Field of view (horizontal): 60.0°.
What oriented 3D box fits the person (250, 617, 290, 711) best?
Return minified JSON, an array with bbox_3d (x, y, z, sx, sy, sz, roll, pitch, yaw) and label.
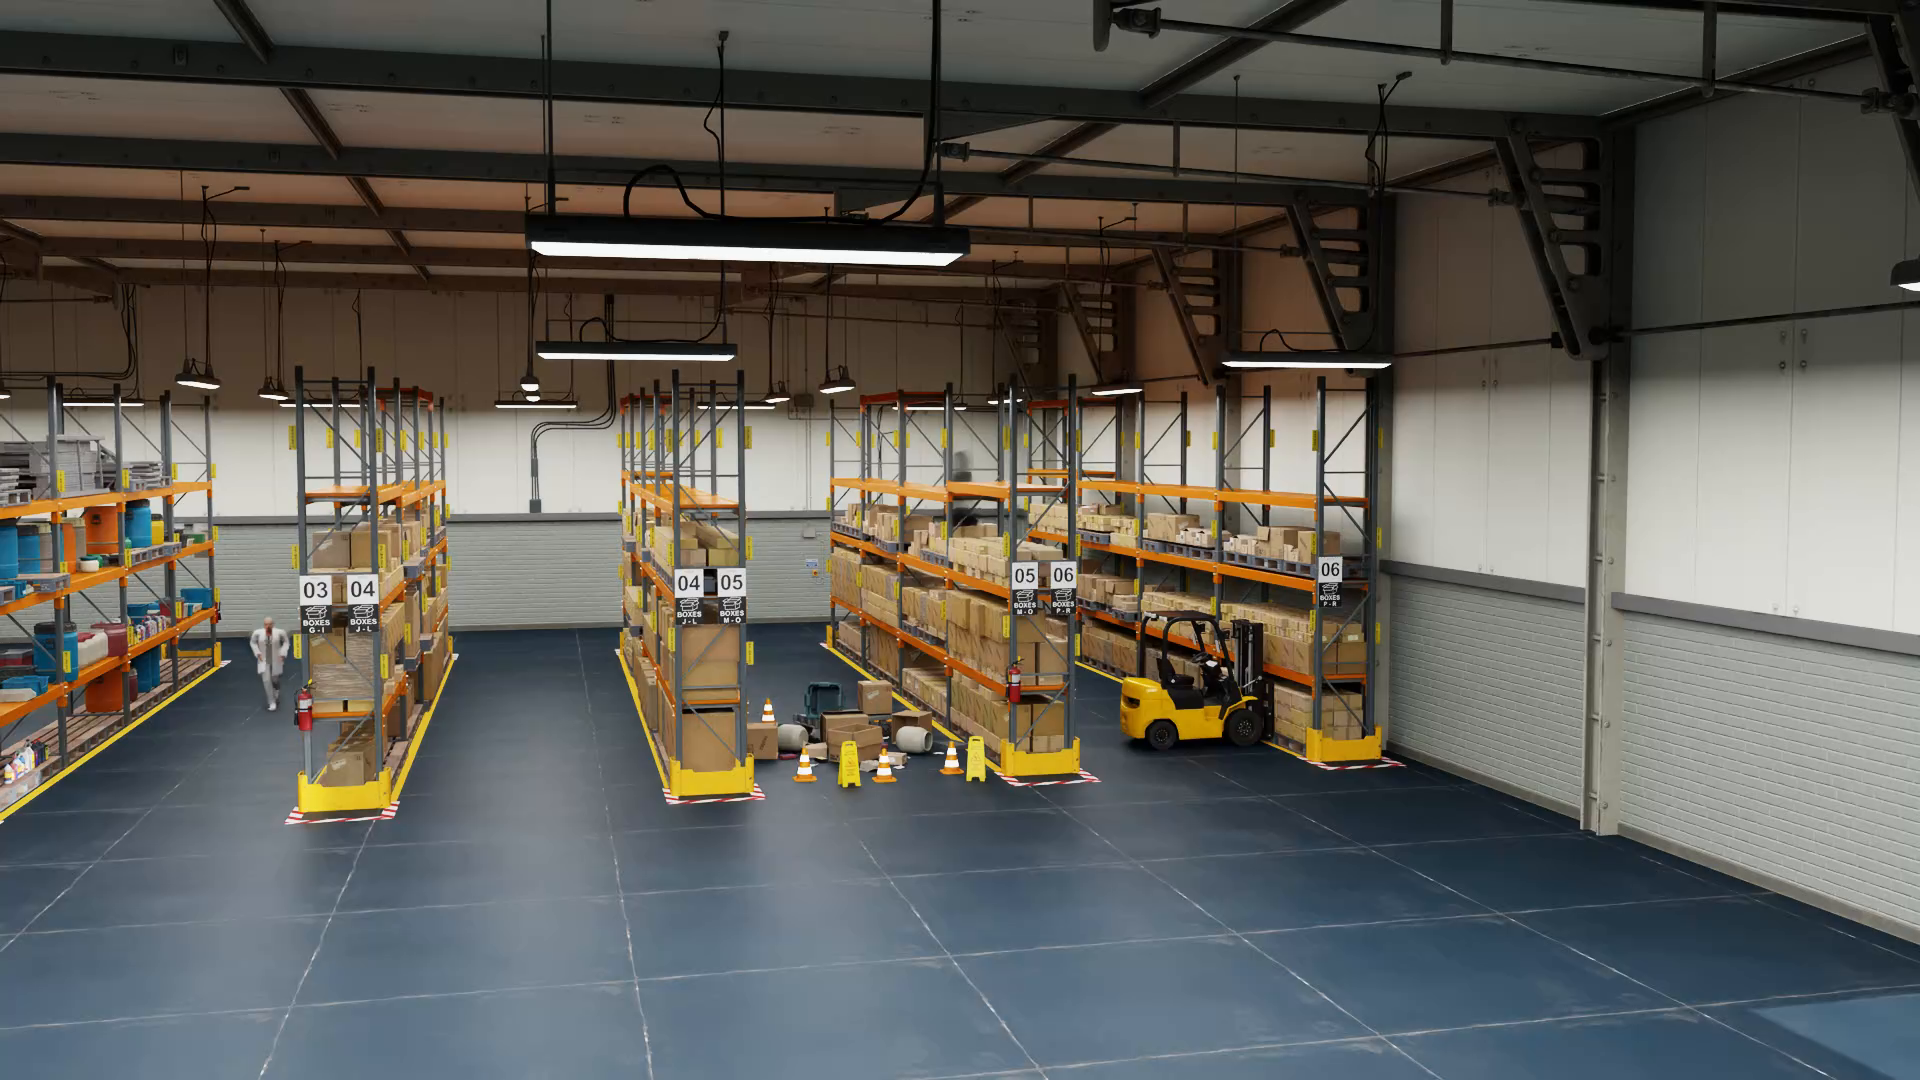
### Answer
[{"bbox_3d":[-12.944,2.291,31.210,0.687,1.733,0.851,-1,4,-15],"label":"person"}]
